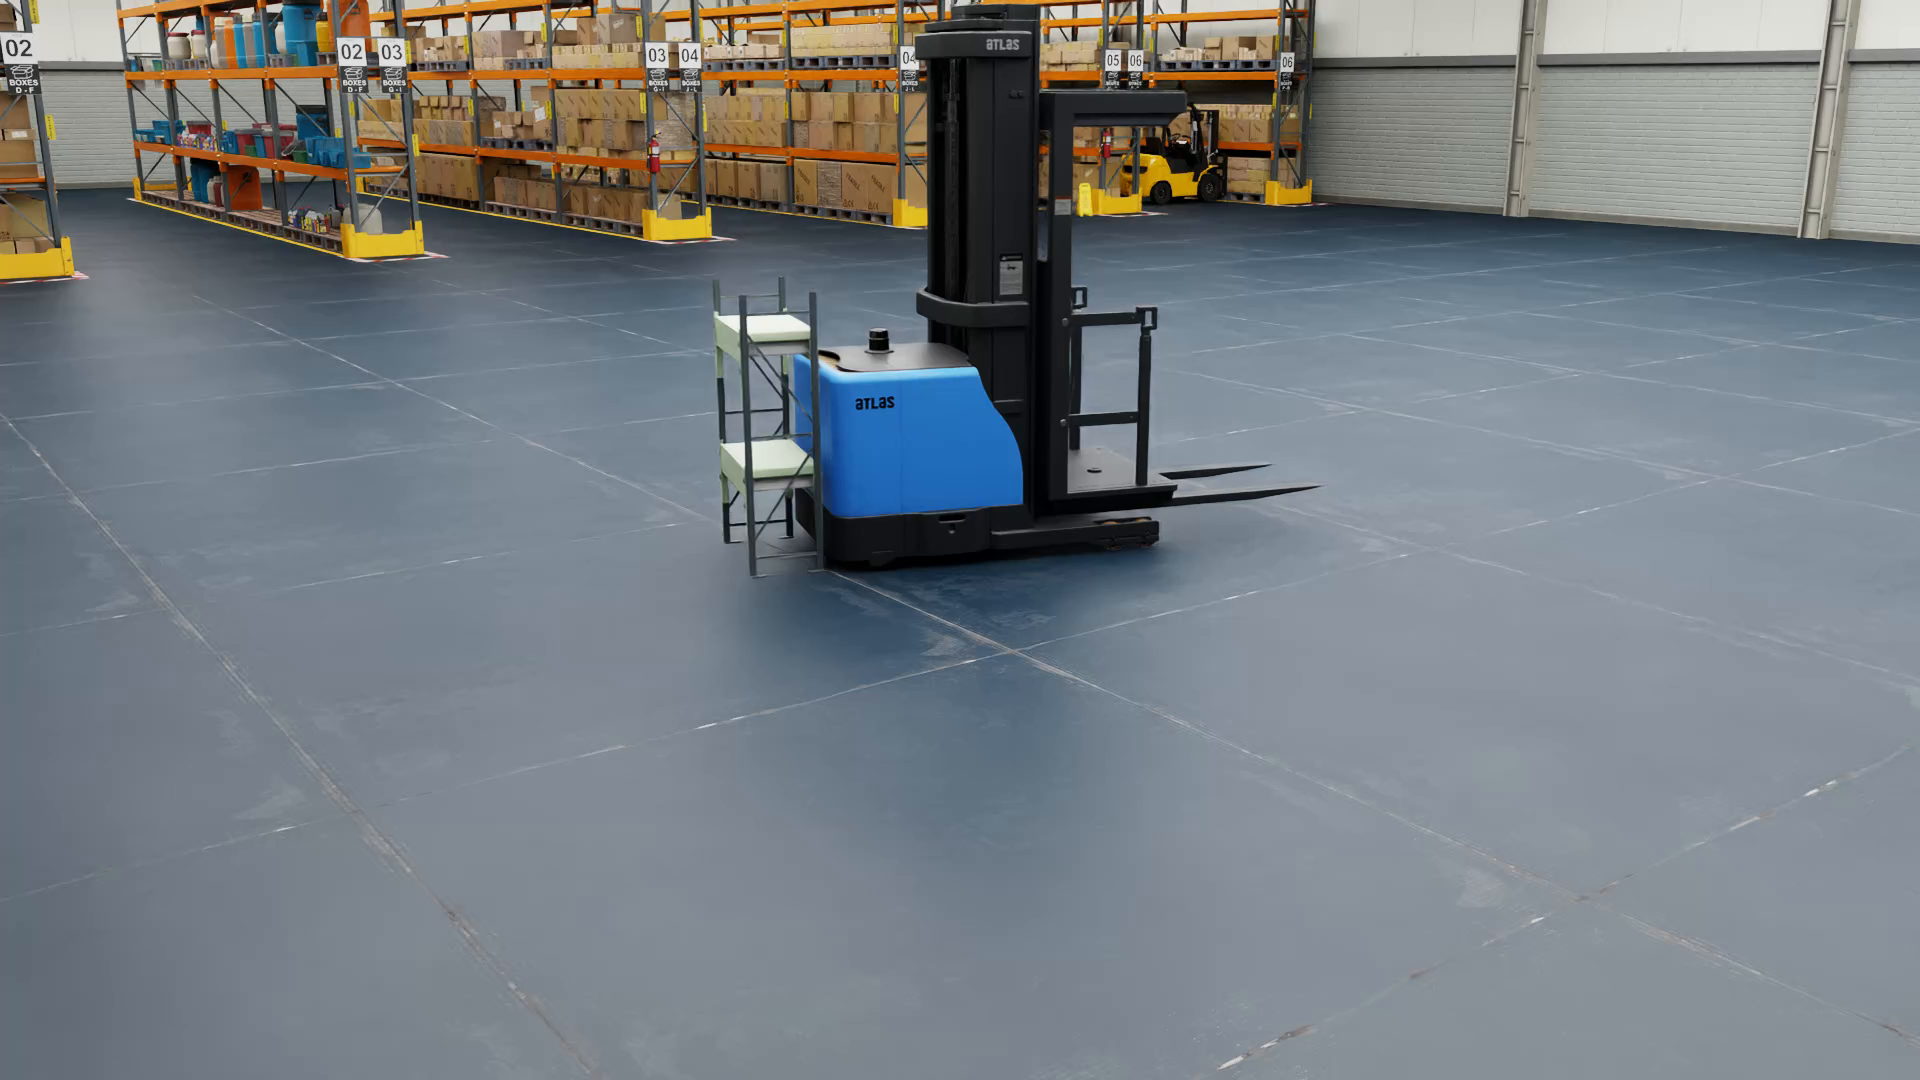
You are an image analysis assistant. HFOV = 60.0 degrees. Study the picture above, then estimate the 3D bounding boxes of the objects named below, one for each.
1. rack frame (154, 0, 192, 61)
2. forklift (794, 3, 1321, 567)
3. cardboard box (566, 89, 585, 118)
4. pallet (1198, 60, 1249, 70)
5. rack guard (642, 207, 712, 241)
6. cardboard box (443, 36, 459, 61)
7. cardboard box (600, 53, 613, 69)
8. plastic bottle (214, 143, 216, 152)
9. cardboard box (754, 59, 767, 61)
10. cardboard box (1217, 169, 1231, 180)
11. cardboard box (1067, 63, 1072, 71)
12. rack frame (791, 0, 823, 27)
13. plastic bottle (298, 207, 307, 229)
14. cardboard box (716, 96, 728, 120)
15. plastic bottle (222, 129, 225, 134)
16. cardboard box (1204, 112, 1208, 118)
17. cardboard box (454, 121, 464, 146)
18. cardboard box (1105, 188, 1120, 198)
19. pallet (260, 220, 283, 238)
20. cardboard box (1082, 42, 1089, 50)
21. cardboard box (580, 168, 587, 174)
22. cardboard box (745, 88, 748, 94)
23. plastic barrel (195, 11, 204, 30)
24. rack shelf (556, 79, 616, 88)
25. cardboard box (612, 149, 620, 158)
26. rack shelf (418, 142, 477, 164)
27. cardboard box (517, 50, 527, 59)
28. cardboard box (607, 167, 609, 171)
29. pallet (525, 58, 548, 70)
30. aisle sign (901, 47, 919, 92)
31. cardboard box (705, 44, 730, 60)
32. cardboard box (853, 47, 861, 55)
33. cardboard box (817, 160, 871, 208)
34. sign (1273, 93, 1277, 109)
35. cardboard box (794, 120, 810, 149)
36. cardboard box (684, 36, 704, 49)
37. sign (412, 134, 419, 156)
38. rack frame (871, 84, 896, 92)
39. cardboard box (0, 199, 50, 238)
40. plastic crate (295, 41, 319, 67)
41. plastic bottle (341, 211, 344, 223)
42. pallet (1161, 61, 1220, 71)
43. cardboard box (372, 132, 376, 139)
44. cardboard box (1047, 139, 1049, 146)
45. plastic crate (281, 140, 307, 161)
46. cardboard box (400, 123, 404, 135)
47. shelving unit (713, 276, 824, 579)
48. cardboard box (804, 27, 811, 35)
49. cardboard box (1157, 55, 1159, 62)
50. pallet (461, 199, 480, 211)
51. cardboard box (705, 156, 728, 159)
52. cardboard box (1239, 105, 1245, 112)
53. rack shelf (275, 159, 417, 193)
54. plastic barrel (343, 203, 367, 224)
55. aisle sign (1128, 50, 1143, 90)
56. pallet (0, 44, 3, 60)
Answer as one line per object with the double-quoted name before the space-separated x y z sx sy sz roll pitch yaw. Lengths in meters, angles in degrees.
"rack frame" -15.841 -11.281 33.748 1.000 3.000 0.127 -11 19 -35
"forklift" 0.612 -1.479 9.427 3.031 2.935 1.130 -5 16 -18
"cardboard box" -6.777 -7.880 30.039 0.500 0.500 0.500 -11 19 -35
"pallet" 6.134 -10.724 37.560 1.003 0.211 1.213 -11 19 -35
"rack guard" -4.824 -5.405 28.376 1.175 0.500 0.348 -11 19 -35
"cardboard box" -10.478 -10.290 34.823 0.500 0.500 0.500 -10 18 -32
"cardboard box" -5.858 -8.249 28.635 0.500 0.250 0.500 -10 18 -33
"plastic bottle" -14.125 -7.486 31.620 0.097 0.201 0.097 0 15 0
"cardboard box" -5.106 -12.841 43.954 0.500 0.500 0.500 -10 18 -34
"cardboard box" 6.104 -8.292 37.657 0.500 0.250 0.500 -11 19 -36
"cardboard box" 2.404 -9.665 34.002 0.380 0.149 0.250 -11 19 -34
"rack frame" -3.819 -13.588 42.177 1.000 3.000 0.127 -11 19 -35
"plastic bottle" -10.887 -5.337 27.578 0.144 0.351 0.185 -12 19 -37
"cardboard box" -4.857 -9.376 36.068 0.700 0.500 0.500 -11 19 -35
"plastic bottle" -15.036 -8.219 34.015 0.144 0.351 0.185 -11 19 -35
"cardboard box" 5.766 -9.677 37.831 0.380 0.149 0.250 -11 19 -36
"cardboard box" -10.262 -8.525 34.852 0.500 0.500 0.500 -11 19 -35
"cardboard box" 2.986 -7.224 34.701 0.500 0.250 0.500 -11 19 -35
"pallet" -11.630 -5.496 29.258 1.003 0.211 1.213 -11 19 -35
"cardboard box" 2.679 -9.930 33.459 0.380 0.149 0.250 -10 18 -34
"cardboard box" -9.388 -9.359 42.130 0.380 0.149 0.250 -12 19 -37
"cardboard box" -5.548 -12.054 44.623 0.380 0.149 0.250 -11 19 -34
"plastic barrel" -14.714 -9.938 32.778 0.600 0.901 0.708 -11 19 -35
"rack shelf" -8.939 -11.432 41.343 1.077 0.370 4.000 -11 19 -35
"cardboard box" -5.862 -6.766 29.091 0.380 0.149 0.250 -11 19 -35
"rack shelf" -10.659 -8.383 35.884 1.077 0.370 4.000 -11 19 -35
"cardboard box" -8.314 -9.370 32.093 0.380 0.166 0.250 -12 19 -36
"cardboard box" -8.517 -9.155 40.823 0.380 0.149 0.250 -11 19 -35
"pallet" -7.408 -8.953 31.279 1.213 0.211 1.003 -11 19 -35
"aisle sign" -0.908 -8.535 30.152 0.394 0.787 0.004 -11 19 -35
"cardboard box" -5.164 -10.517 35.820 0.500 0.311 0.500 -11 19 -34
"cardboard box" -1.776 -9.155 31.151 0.380 0.149 0.250 -11 19 -35
"cardboard box" -2.213 -7.037 32.835 0.875 0.875 0.875 -11 19 -34
"sign" 6.803 -9.495 35.944 0.100 0.325 0.005 -11 19 -35
"cardboard box" -2.833 -8.192 33.541 0.875 0.550 0.550 -11 19 -35
"cardboard box" -5.859 -10.961 36.621 0.396 0.266 0.258 -11 19 -35
"sign" -8.338 -6.043 25.450 0.100 0.325 0.005 -11 19 -35
"rack frame" -2.158 -12.320 48.908 1.000 3.000 0.127 -11 19 -35
"cardboard box" -13.225 -4.551 23.514 0.500 0.500 0.500 -11 19 -35
"plastic crate" -10.150 -7.625 26.101 0.392 0.384 0.575 -11 19 -35
"plastic bottle" -10.290 -5.357 27.781 0.061 0.283 0.133 -11 19 -35
"pallet" 5.420 -10.984 38.511 1.003 0.211 1.213 -11 19 -35
"cardboard box" -13.639 -9.543 39.238 0.380 0.149 0.250 -11 19 -36
"cardboard box" 2.035 -8.320 34.769 0.380 0.149 0.250 -11 19 -35
"plastic crate" -10.932 -6.518 27.827 0.767 0.338 0.504 -11 19 -35
"cardboard box" -12.307 -9.281 37.525 0.500 0.250 0.500 -11 19 -36
"shelving unit" -1.045 -0.630 9.033 0.431 1.500 0.755 -5 16 -18
"cardboard box" -2.821 -9.919 32.432 0.380 0.149 0.250 -11 19 -35
"cardboard box" 4.558 -11.546 39.888 0.380 0.149 0.250 -11 19 -35
"pallet" -9.885 -7.138 35.254 1.003 0.211 1.213 -11 19 -35
"cardboard box" -5.621 -8.594 37.813 0.500 0.250 0.500 -12 19 -37
"cardboard box" 6.437 -9.616 37.047 0.380 0.149 0.250 -11 19 -34
"rack shelf" -9.961 -5.906 26.833 1.077 0.370 4.000 -11 19 -35
"plastic barrel" -9.529 -5.064 26.312 0.421 0.512 0.421 0 15 0
"aisle sign" 3.524 -9.421 33.391 0.394 0.787 0.004 -11 19 -35
"pallet" -13.189 -6.617 22.554 1.003 0.211 1.213 -11 19 -35
